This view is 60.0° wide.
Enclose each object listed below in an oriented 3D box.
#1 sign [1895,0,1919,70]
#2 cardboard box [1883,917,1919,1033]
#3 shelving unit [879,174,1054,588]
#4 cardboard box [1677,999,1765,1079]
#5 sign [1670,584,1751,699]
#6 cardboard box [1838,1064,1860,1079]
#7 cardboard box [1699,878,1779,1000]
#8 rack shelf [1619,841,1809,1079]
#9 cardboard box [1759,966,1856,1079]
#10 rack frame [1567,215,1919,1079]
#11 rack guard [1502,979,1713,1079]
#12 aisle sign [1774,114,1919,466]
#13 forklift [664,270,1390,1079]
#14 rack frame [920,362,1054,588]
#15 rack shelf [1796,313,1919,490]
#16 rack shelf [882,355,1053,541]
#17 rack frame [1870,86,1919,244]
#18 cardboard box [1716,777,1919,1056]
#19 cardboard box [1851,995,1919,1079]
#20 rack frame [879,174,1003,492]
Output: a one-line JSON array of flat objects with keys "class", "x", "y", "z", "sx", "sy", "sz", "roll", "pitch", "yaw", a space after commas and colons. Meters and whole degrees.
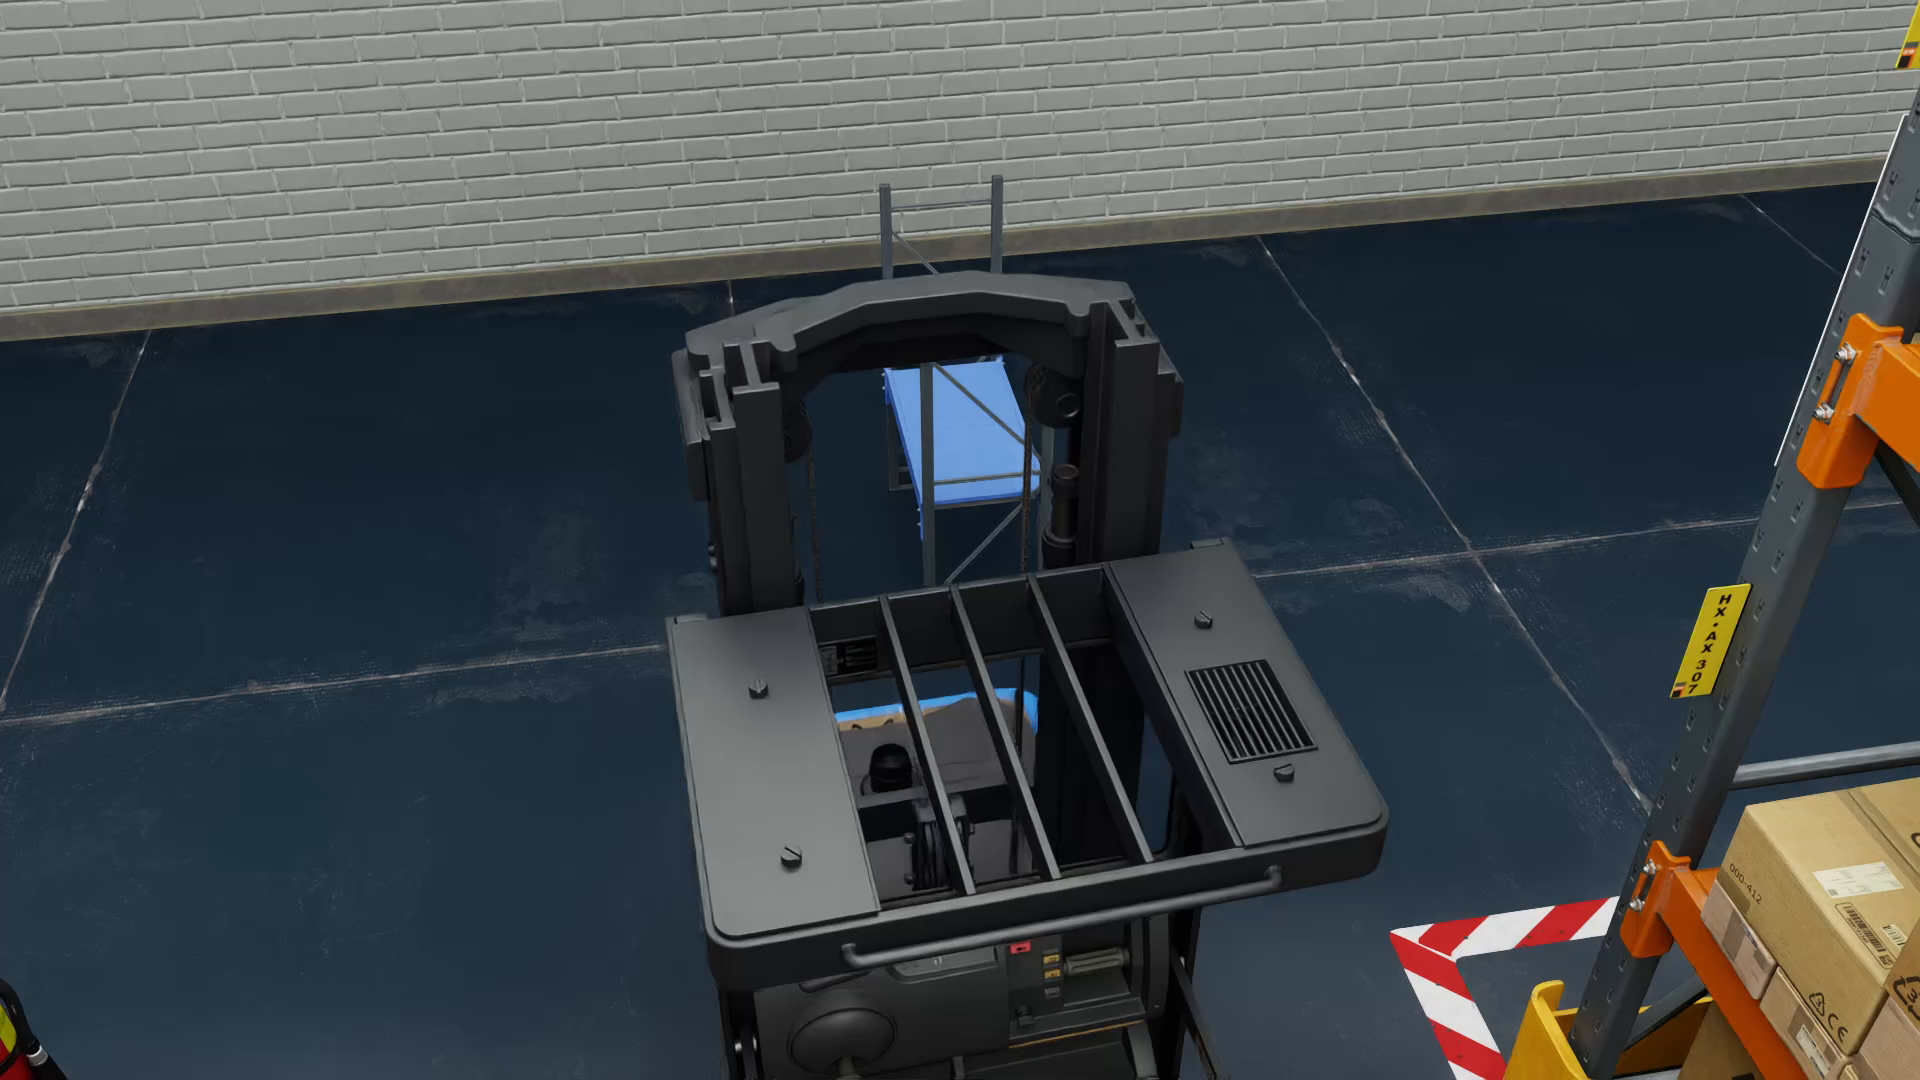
[{"class": "sign", "x": 1.685, "y": -0.957, "z": 2.815, "sx": 0.100, "sy": 0.325, "sz": 0.005, "roll": -6, "pitch": 38, "yaw": -8}, {"class": "cardboard box", "x": 2.138, "y": 0.814, "z": 3.025, "sx": 0.500, "sy": 0.500, "sz": 0.500, "roll": -7, "pitch": 38, "yaw": -9}, {"class": "shelving unit", "x": 0.015, "y": -0.541, "z": 6.724, "sx": 0.538, "sy": 1.500, "sz": 1.048, "roll": -6, "pitch": 38, "yaw": -8}, {"class": "cardboard box", "x": 2.423, "y": 1.599, "z": 4.137, "sx": 0.875, "sy": 0.875, "sz": 0.875, "roll": -6, "pitch": 38, "yaw": -8}, {"class": "sign", "x": 1.685, "y": 0.231, "z": 3.738, "sx": 0.100, "sy": 0.325, "sz": 0.005, "roll": -6, "pitch": 38, "yaw": -8}, {"class": "cardboard box", "x": 2.061, "y": 1.206, "z": 3.457, "sx": 0.380, "sy": 0.149, "sz": 0.250, "roll": -7, "pitch": 38, "yaw": -9}, {"class": "cardboard box", "x": 1.970, "y": 0.897, "z": 3.855, "sx": 0.380, "sy": 0.149, "sz": 0.250, "roll": -6, "pitch": 38, "yaw": -7}, {"class": "rack shelf", "x": 2.583, "y": 2.040, "z": 2.766, "sx": 1.077, "sy": 0.370, "sz": 4.000, "roll": -6, "pitch": 38, "yaw": -8}, {"class": "cardboard box", "x": 2.016, "y": 1.052, "z": 3.656, "sx": 0.380, "sy": 0.149, "sz": 0.250, "roll": -7, "pitch": 38, "yaw": -9}, {"class": "rack frame", "x": 2.232, "y": 0.548, "z": 4.100, "sx": 1.000, "sy": 3.000, "sz": 0.127, "roll": -6, "pitch": 38, "yaw": -8}, {"class": "rack guard", "x": 2.228, "y": 1.520, "z": 4.886, "sx": 1.175, "sy": 0.500, "sz": 0.348, "roll": -6, "pitch": 38, "yaw": -8}, {"class": "aisle sign", "x": 1.924, "y": -0.490, "z": 3.317, "sx": 0.394, "sy": 0.787, "sz": 0.004, "roll": -6, "pitch": 38, "yaw": -8}, {"class": "forklift", "x": 0.060, "y": 1.059, "z": 3.497, "sx": 1.130, "sy": 2.935, "sz": 3.031, "roll": -8, "pitch": 39, "yaw": -10}, {"class": "rack frame", "x": 0.104, "y": -0.234, "z": 6.328, "sx": 0.500, "sy": 1.500, "sz": 0.032, "roll": -6, "pitch": 38, "yaw": -8}, {"class": "rack shelf", "x": 2.583, "y": 0.855, "z": 1.846, "sx": 1.077, "sy": 0.370, "sz": 4.000, "roll": -6, "pitch": 38, "yaw": -8}, {"class": "rack shelf", "x": 0.015, "y": -0.399, "z": 6.834, "sx": 0.538, "sy": 0.185, "sz": 1.000, "roll": -6, "pitch": 38, "yaw": -8}, {"class": "rack frame", "x": 2.232, "y": -1.821, "z": 2.260, "sx": 1.000, "sy": 3.000, "sz": 0.127, "roll": -6, "pitch": 38, "yaw": -8}, {"class": "cardboard box", "x": 2.050, "y": 0.808, "z": 3.644, "sx": 0.500, "sy": 0.250, "sz": 0.500, "roll": -7, "pitch": 38, "yaw": -9}, {"class": "cardboard box", "x": 2.148, "y": 1.122, "z": 3.241, "sx": 0.500, "sy": 0.250, "sz": 0.500, "roll": -7, "pitch": 38, "yaw": -9}, {"class": "rack frame", "x": -0.074, "y": -0.848, "z": 7.119, "sx": 0.500, "sy": 1.500, "sz": 0.032, "roll": -6, "pitch": 38, "yaw": -8}]
